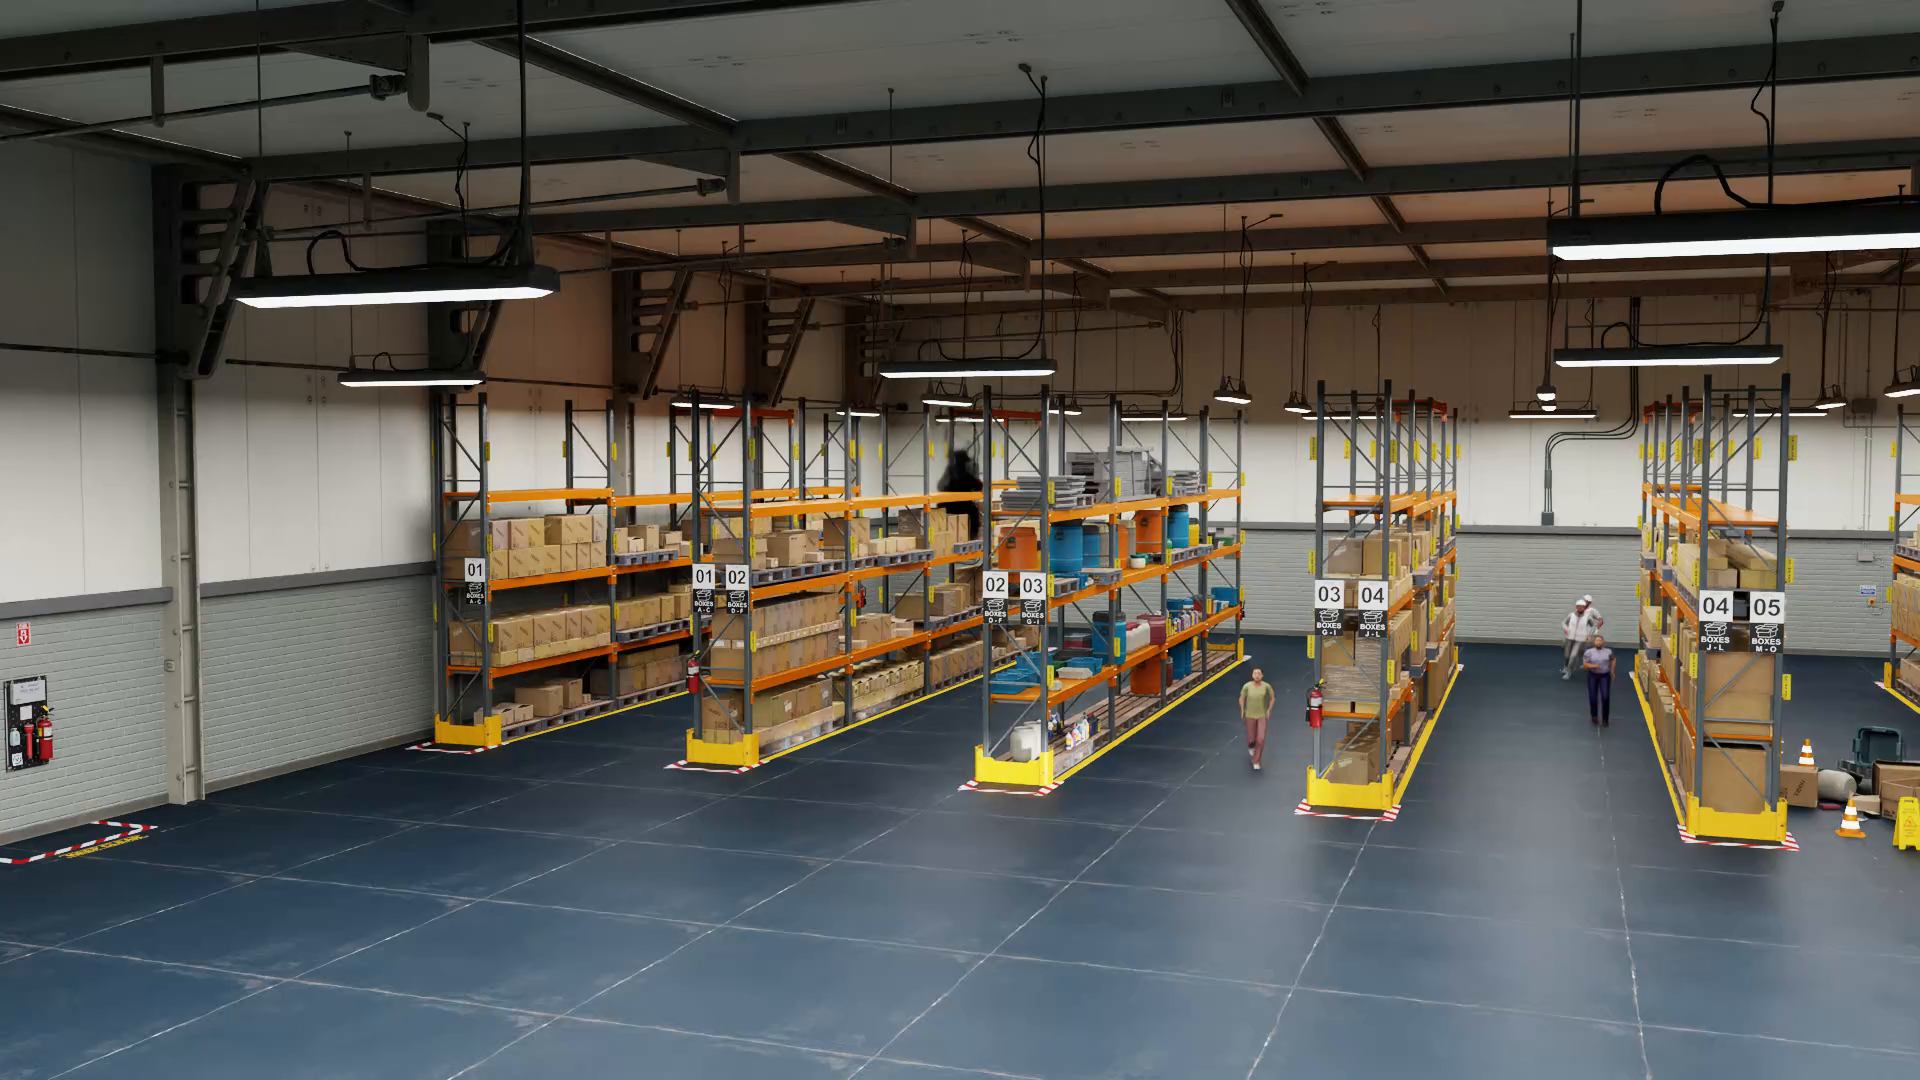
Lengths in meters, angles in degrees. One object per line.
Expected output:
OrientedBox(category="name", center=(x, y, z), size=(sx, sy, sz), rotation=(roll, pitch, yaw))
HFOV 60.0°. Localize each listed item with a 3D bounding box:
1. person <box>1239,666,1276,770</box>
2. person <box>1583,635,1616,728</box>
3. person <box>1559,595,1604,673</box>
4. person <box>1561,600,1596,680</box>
OrientedBox(category="person", center=(4.713, 2.794, 26.376), size=(0.569, 1.620, 0.622), rotation=(1, 3, 9))
OrientedBox(category="person", center=(11.652, 2.579, 30.321), size=(0.570, 1.676, 0.716), rotation=(1, 3, 20))
OrientedBox(category="person", center=(13.974, 2.116, 37.488), size=(0.894, 1.770, 0.735), rotation=(-1, 3, -13))
OrientedBox(category="person", center=(13.564, 2.182, 36.538), size=(0.720, 1.733, 0.926), rotation=(2, 4, 30))
